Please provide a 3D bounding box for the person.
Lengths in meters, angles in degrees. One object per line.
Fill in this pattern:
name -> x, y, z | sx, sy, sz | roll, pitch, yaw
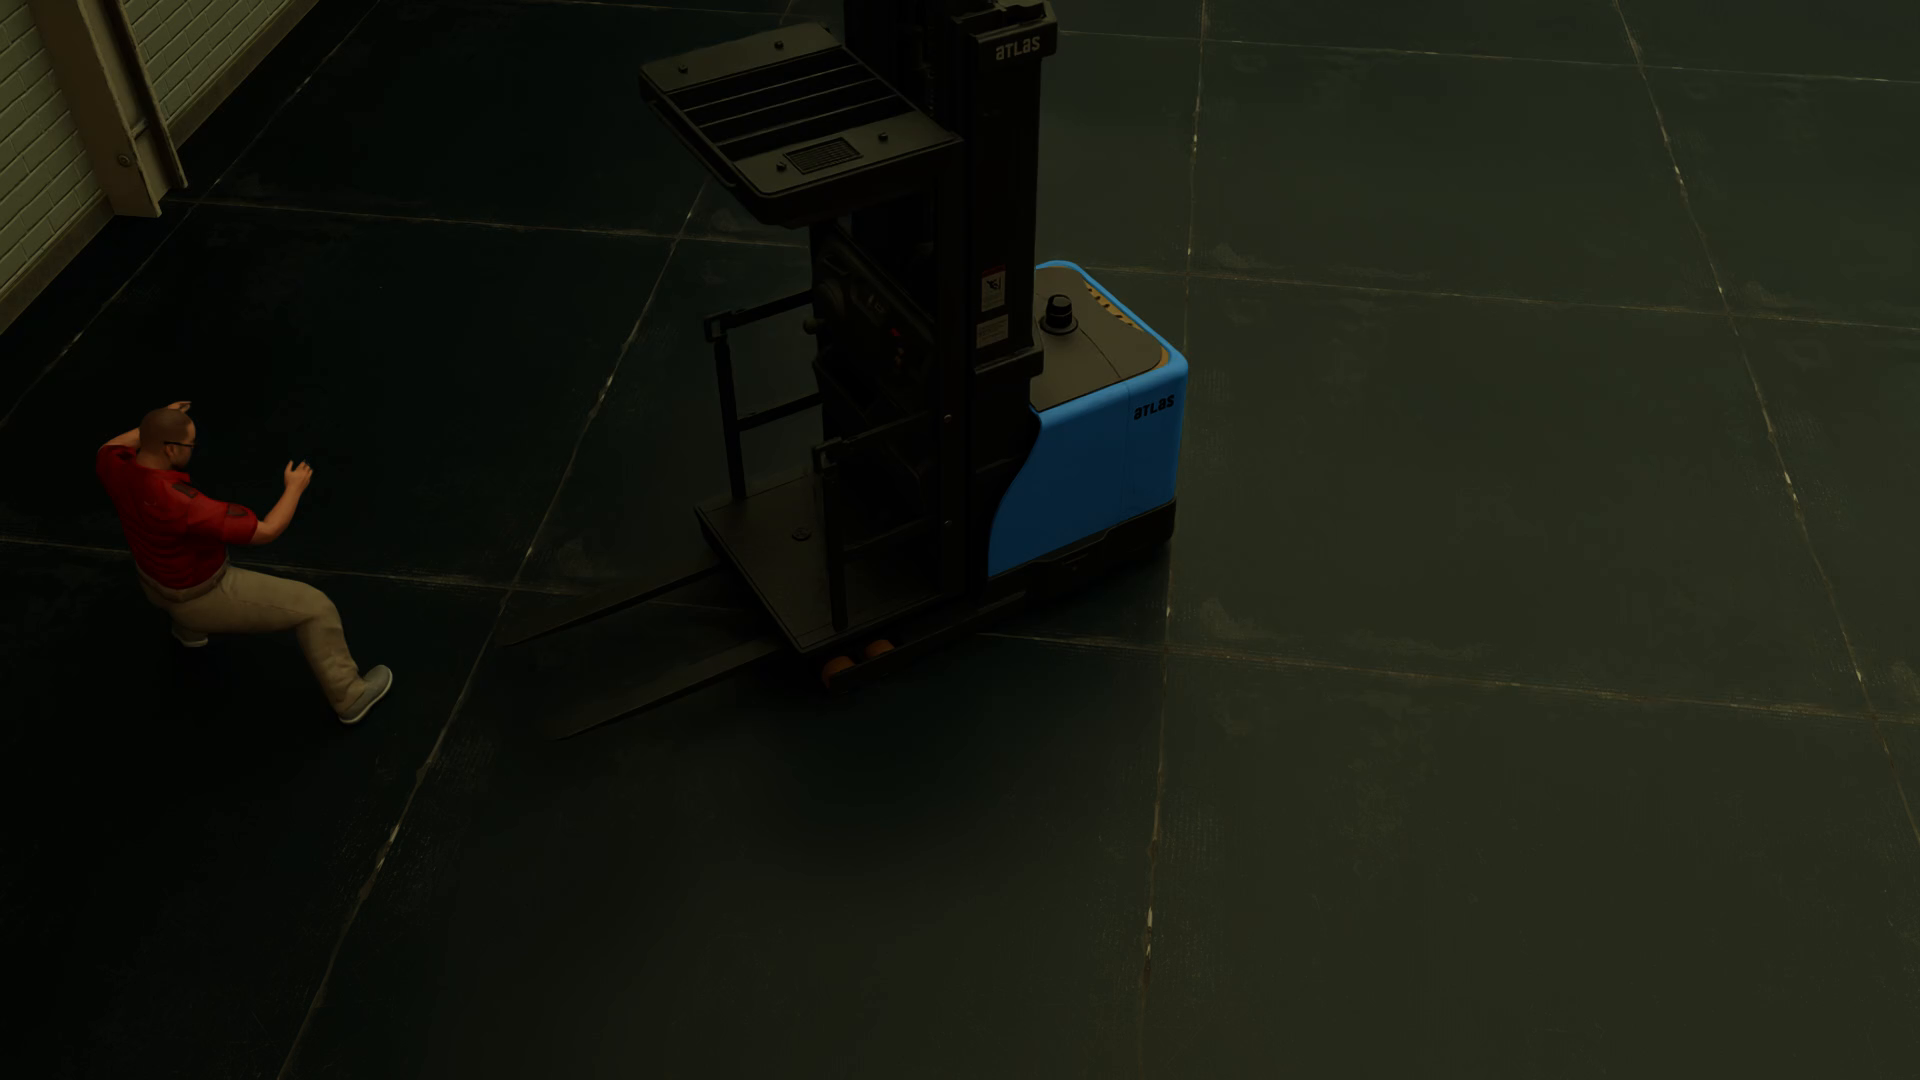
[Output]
person -> -2.986, 0.003, 6.777 | 1.108, 1.495, 0.710 | 26, 49, 26

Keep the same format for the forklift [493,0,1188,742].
forklift -> -0.528, -0.826, 6.623 | 3.031, 2.935, 1.130 | -22, 47, -22
